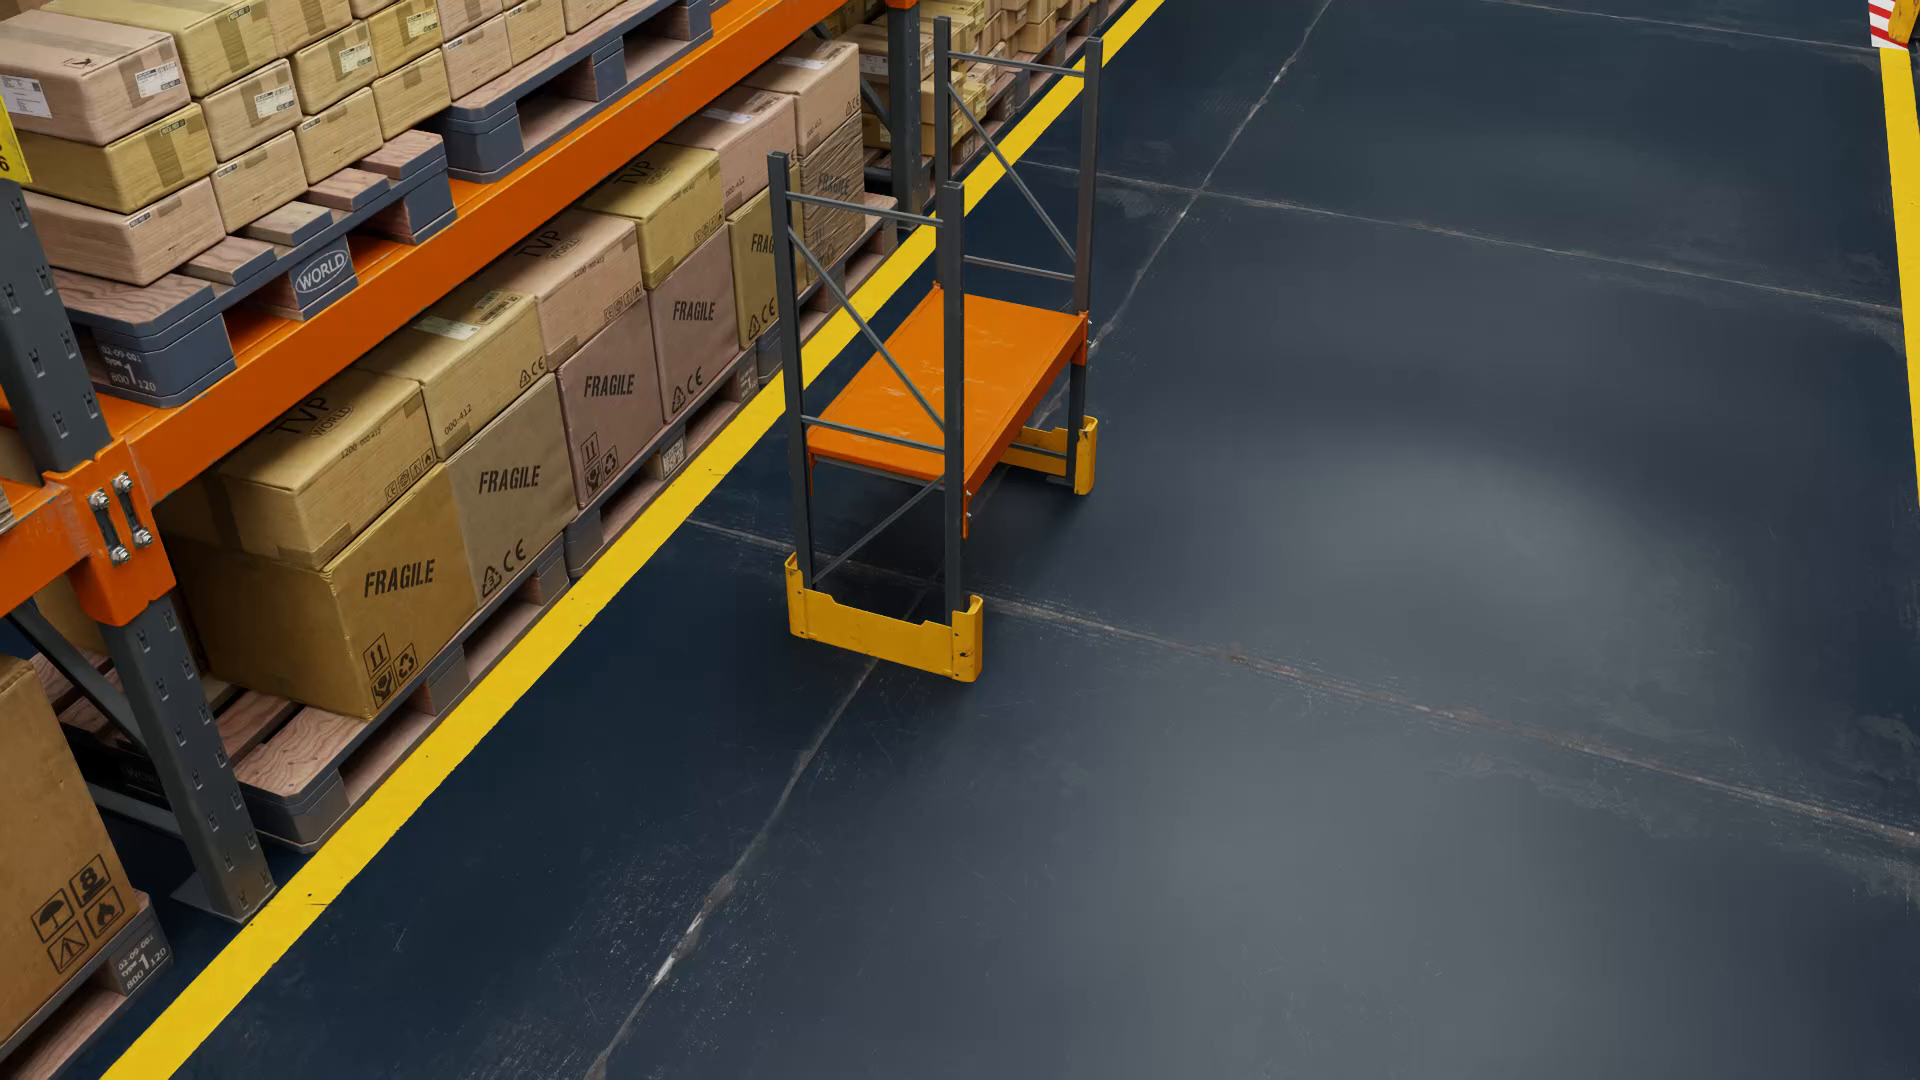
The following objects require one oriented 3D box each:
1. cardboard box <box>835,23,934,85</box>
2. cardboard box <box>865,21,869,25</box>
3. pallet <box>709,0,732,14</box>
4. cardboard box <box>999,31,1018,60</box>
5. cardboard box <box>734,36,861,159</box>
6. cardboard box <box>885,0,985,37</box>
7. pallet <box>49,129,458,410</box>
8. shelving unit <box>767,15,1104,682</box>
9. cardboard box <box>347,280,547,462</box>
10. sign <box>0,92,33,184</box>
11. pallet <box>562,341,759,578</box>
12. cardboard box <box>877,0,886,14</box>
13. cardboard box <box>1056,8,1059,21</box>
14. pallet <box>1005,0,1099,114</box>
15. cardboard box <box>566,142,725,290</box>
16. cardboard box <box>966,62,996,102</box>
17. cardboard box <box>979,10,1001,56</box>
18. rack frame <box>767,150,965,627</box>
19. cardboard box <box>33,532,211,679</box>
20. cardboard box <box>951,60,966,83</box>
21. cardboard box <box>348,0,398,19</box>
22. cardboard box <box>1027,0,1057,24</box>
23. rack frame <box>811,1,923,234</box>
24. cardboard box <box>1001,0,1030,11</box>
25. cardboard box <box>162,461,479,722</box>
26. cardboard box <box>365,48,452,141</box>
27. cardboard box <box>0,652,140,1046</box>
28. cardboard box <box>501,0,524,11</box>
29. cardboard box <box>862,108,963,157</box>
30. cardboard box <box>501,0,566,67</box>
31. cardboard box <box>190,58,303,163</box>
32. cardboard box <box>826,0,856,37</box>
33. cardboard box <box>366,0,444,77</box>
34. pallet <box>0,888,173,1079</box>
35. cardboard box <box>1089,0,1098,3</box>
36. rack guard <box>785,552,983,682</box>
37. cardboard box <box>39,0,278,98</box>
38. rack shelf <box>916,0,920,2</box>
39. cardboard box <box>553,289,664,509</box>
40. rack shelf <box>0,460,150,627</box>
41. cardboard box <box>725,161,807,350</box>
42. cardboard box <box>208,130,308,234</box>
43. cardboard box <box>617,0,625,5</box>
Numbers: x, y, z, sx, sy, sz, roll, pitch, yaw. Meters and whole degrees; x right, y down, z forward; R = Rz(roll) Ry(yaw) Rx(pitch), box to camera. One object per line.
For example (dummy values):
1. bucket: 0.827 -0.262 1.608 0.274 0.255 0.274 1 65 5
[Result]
1. cardboard box: -0.319 -2.041 7.008 0.380 0.149 0.250 15 39 20
2. cardboard box: -0.639 -2.330 7.643 0.380 0.149 0.250 13 39 16
3. pallet: -1.067 -2.166 5.802 1.003 0.211 1.213 14 39 18
4. cardboard box: 0.062 -2.393 7.976 0.380 0.149 0.250 12 38 16
5. cardboard box: -0.691 -1.630 6.036 0.500 0.250 0.500 13 39 17
6. cardboard box: -0.109 -2.331 7.396 0.380 0.149 0.250 13 39 17
7. pallet: -1.991 -0.760 3.921 1.213 0.211 1.003 14 39 18
8. shelving unit: -0.029 -0.559 4.745 0.587 1.500 1.083 14 39 18
9. cardboard box: -1.485 -0.493 4.514 0.500 0.250 0.500 13 39 17
10. sign: -1.649 -0.757 2.790 0.100 0.325 0.005 14 39 18
11. pallet: -1.399 -0.406 5.617 1.003 0.211 1.213 14 39 18
12. cardboard box: -0.428 -2.569 7.715 0.380 0.149 0.250 15 39 19
13. cardboard box: 0.279 -2.678 8.357 0.380 0.149 0.250 15 39 19
14. pallet: 0.044 -2.573 8.516 1.003 0.211 1.213 14 39 18
15. cardboard box: -1.087 -1.052 5.263 0.500 0.250 0.500 12 38 16
16. cardboard box: -0.058 -2.084 7.563 0.380 0.149 0.250 14 39 18
17. cardboard box: -0.030 -2.358 7.681 0.380 0.149 0.250 12 38 15
18. rack frame: -0.226 -0.272 4.361 0.500 1.500 0.032 14 39 18
19. cardboard box: -2.155 -0.009 4.493 0.500 0.500 0.500 14 39 18
20. cardboard box: -0.195 -2.066 7.291 0.380 0.149 0.250 14 39 18
21. cardboard box: -1.510 -1.366 3.934 0.380 0.149 0.250 12 38 16
22. cardboard box: 0.251 -2.630 8.046 0.380 0.149 0.250 14 39 17
23. rack frame: -0.642 -2.632 6.266 1.000 3.000 0.127 14 39 18
24. cardboard box: 0.142 -2.603 7.760 0.380 0.149 0.250 15 39 19
25. cardboard box: -1.659 0.082 4.372 0.500 0.500 0.500 12 38 16
26. cardboard box: -1.501 -1.135 4.122 0.380 0.149 0.250 16 40 20
27. cardboard box: -2.479 0.632 3.428 1.050 0.750 0.750 13 39 17
28. cardboard box: -1.305 -1.540 4.415 0.380 0.149 0.250 13 39 17
29. cardboard box: -0.206 -1.787 7.166 0.380 0.149 0.250 12 38 16
30. cardboard box: -1.304 -1.422 4.506 0.380 0.149 0.250 14 39 18
31. cardboard box: -1.693 -0.977 3.662 0.380 0.149 0.250 16 40 20
32. cardboard box: -0.687 -2.304 7.360 0.380 0.149 0.250 14 39 18
33. cardboard box: -1.499 -1.265 4.048 0.380 0.149 0.250 14 39 18
34. pallet: -2.533 1.118 3.577 1.003 0.211 1.213 14 39 18
35. cardboard box: 0.567 -2.947 8.718 0.380 0.149 0.250 12 38 16
36. rack guard: -0.219 0.218 4.750 0.587 0.250 0.087 14 39 18
37. cardboard box: -1.709 -1.085 3.558 0.380 0.149 0.250 13 39 17
38. rack shelf: 0.119 -3.452 7.963 1.077 0.370 4.000 14 39 18
39. cardboard box: -1.280 -0.483 5.127 0.500 0.500 0.500 13 39 17
40. rack shelf: -2.925 0.978 2.037 1.077 0.370 4.000 14 39 18
41. cardboard box: -0.886 -1.048 5.884 0.500 0.500 0.500 13 39 17
42. cardboard box: -1.705 -0.836 3.722 0.380 0.149 0.250 16 40 20
43. cardboard box: -1.103 -1.713 4.895 0.380 0.149 0.250 16 39 20
